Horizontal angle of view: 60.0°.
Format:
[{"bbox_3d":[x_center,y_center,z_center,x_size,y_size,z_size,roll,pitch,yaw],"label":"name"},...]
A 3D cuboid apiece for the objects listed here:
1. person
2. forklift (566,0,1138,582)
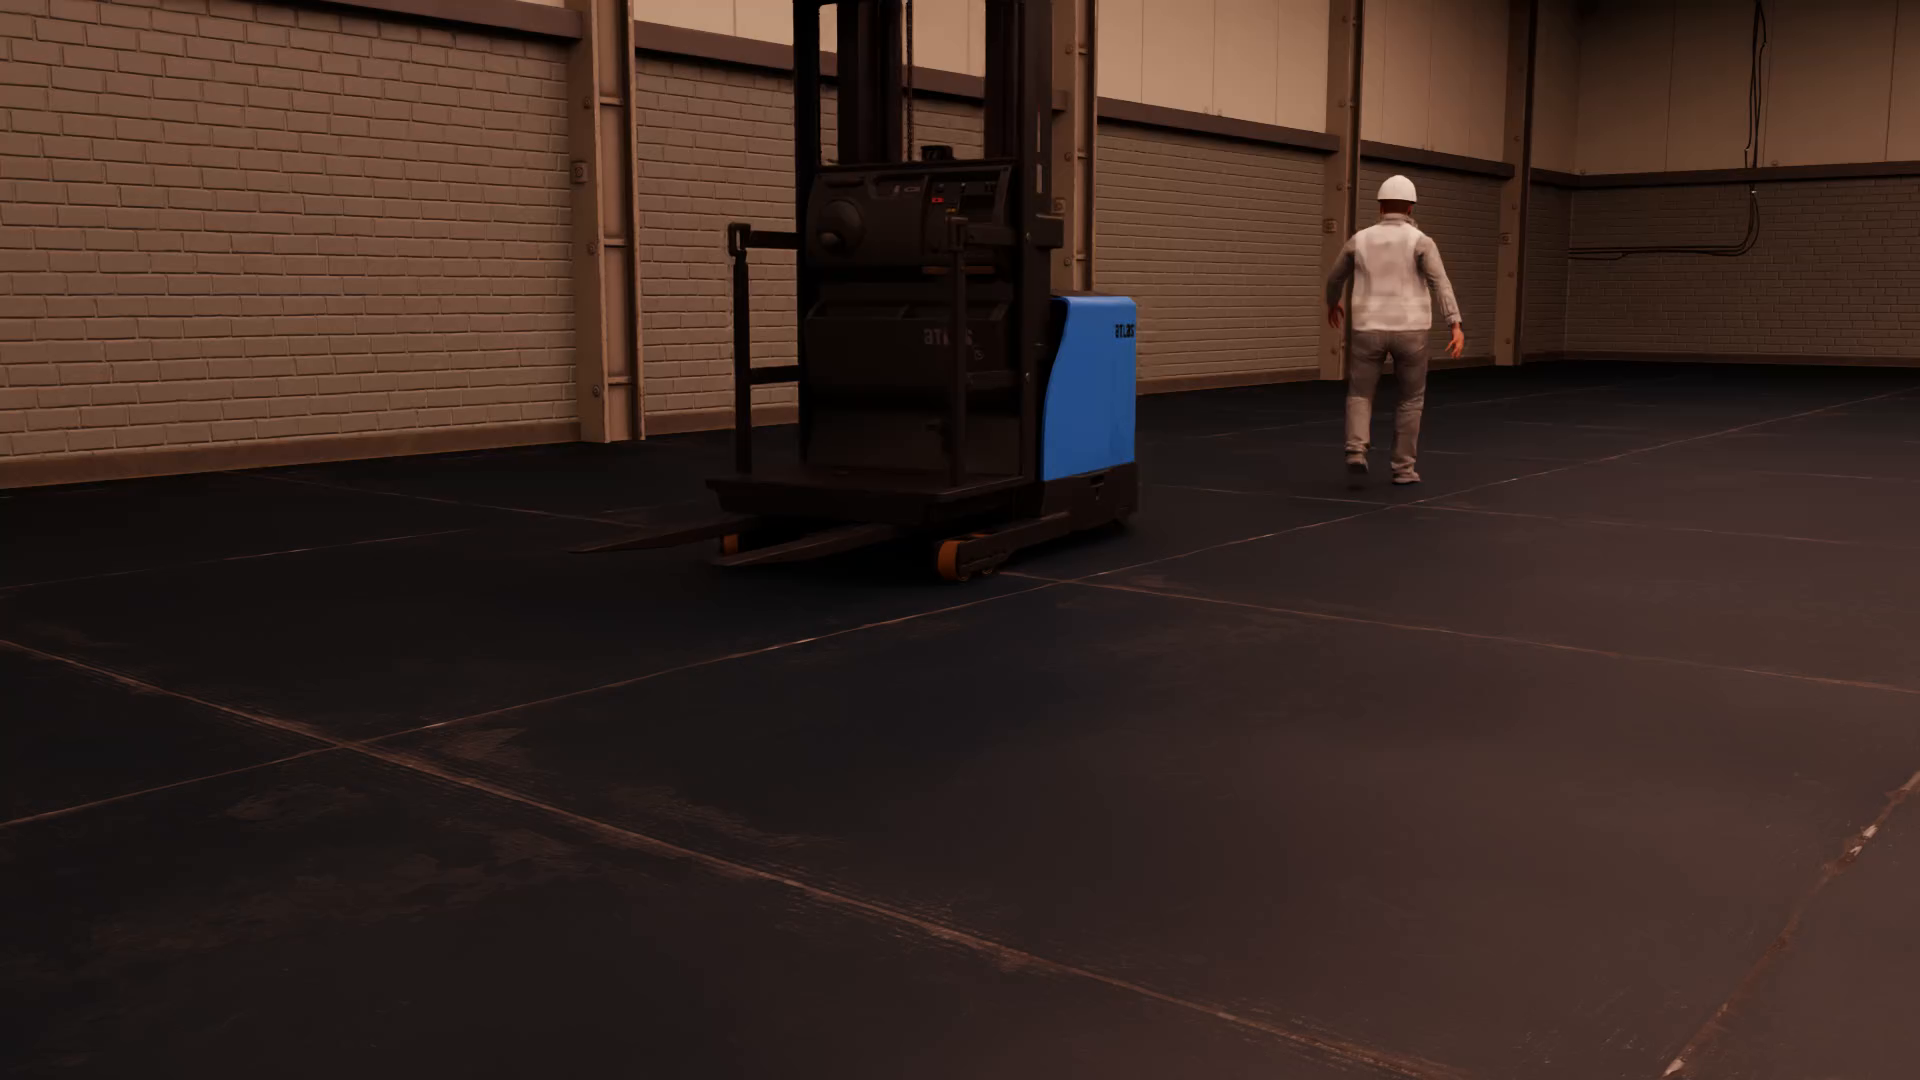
[{"bbox_3d":[2.472,-1.190,9.504,0.841,1.754,0.670,4,9,23],"label":"person"},{"bbox_3d":[-0.317,-1.363,6.595,1.130,2.935,3.031,5,9,28],"label":"forklift"}]
